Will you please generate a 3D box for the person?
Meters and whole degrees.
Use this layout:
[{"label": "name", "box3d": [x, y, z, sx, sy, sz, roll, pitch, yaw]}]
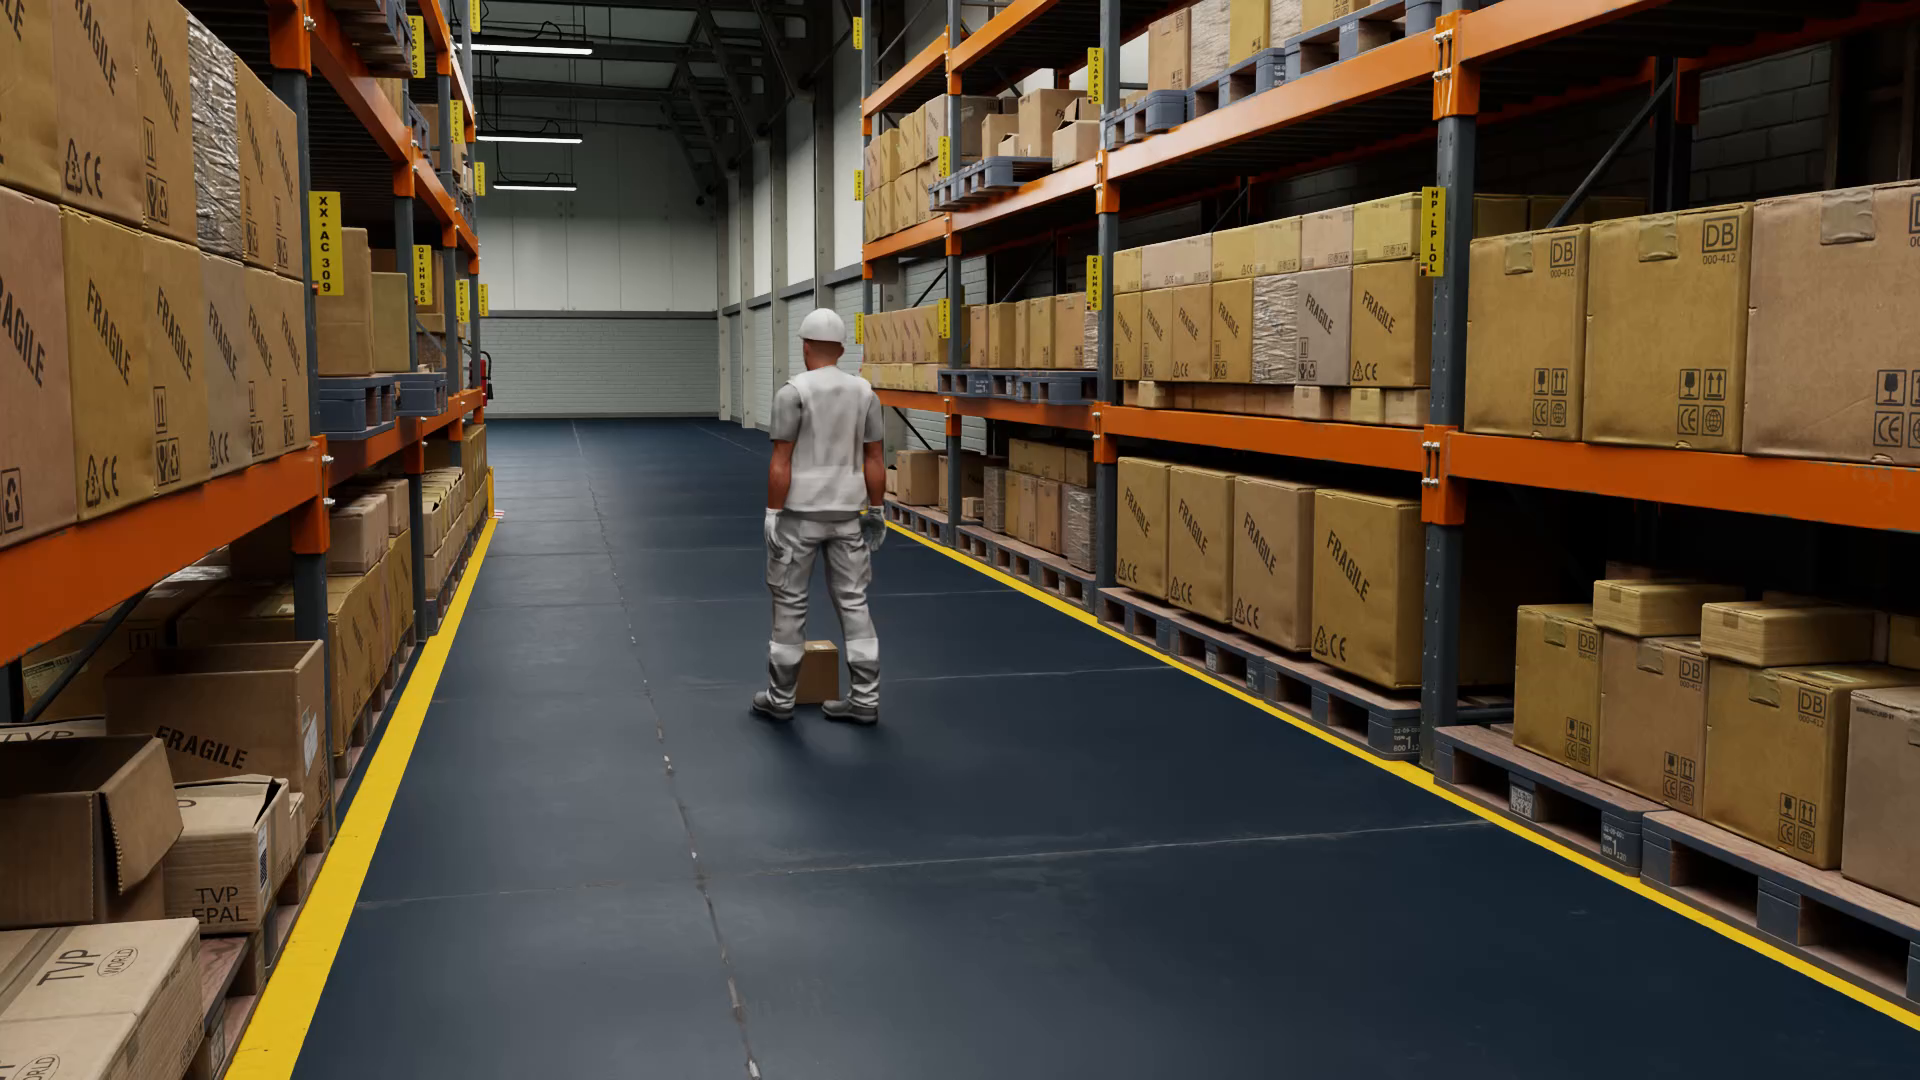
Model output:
[{"label": "person", "box3d": [-0.631, -0.109, 7.264, 0.569, 1.789, 0.559, -4, 7, -31]}]
